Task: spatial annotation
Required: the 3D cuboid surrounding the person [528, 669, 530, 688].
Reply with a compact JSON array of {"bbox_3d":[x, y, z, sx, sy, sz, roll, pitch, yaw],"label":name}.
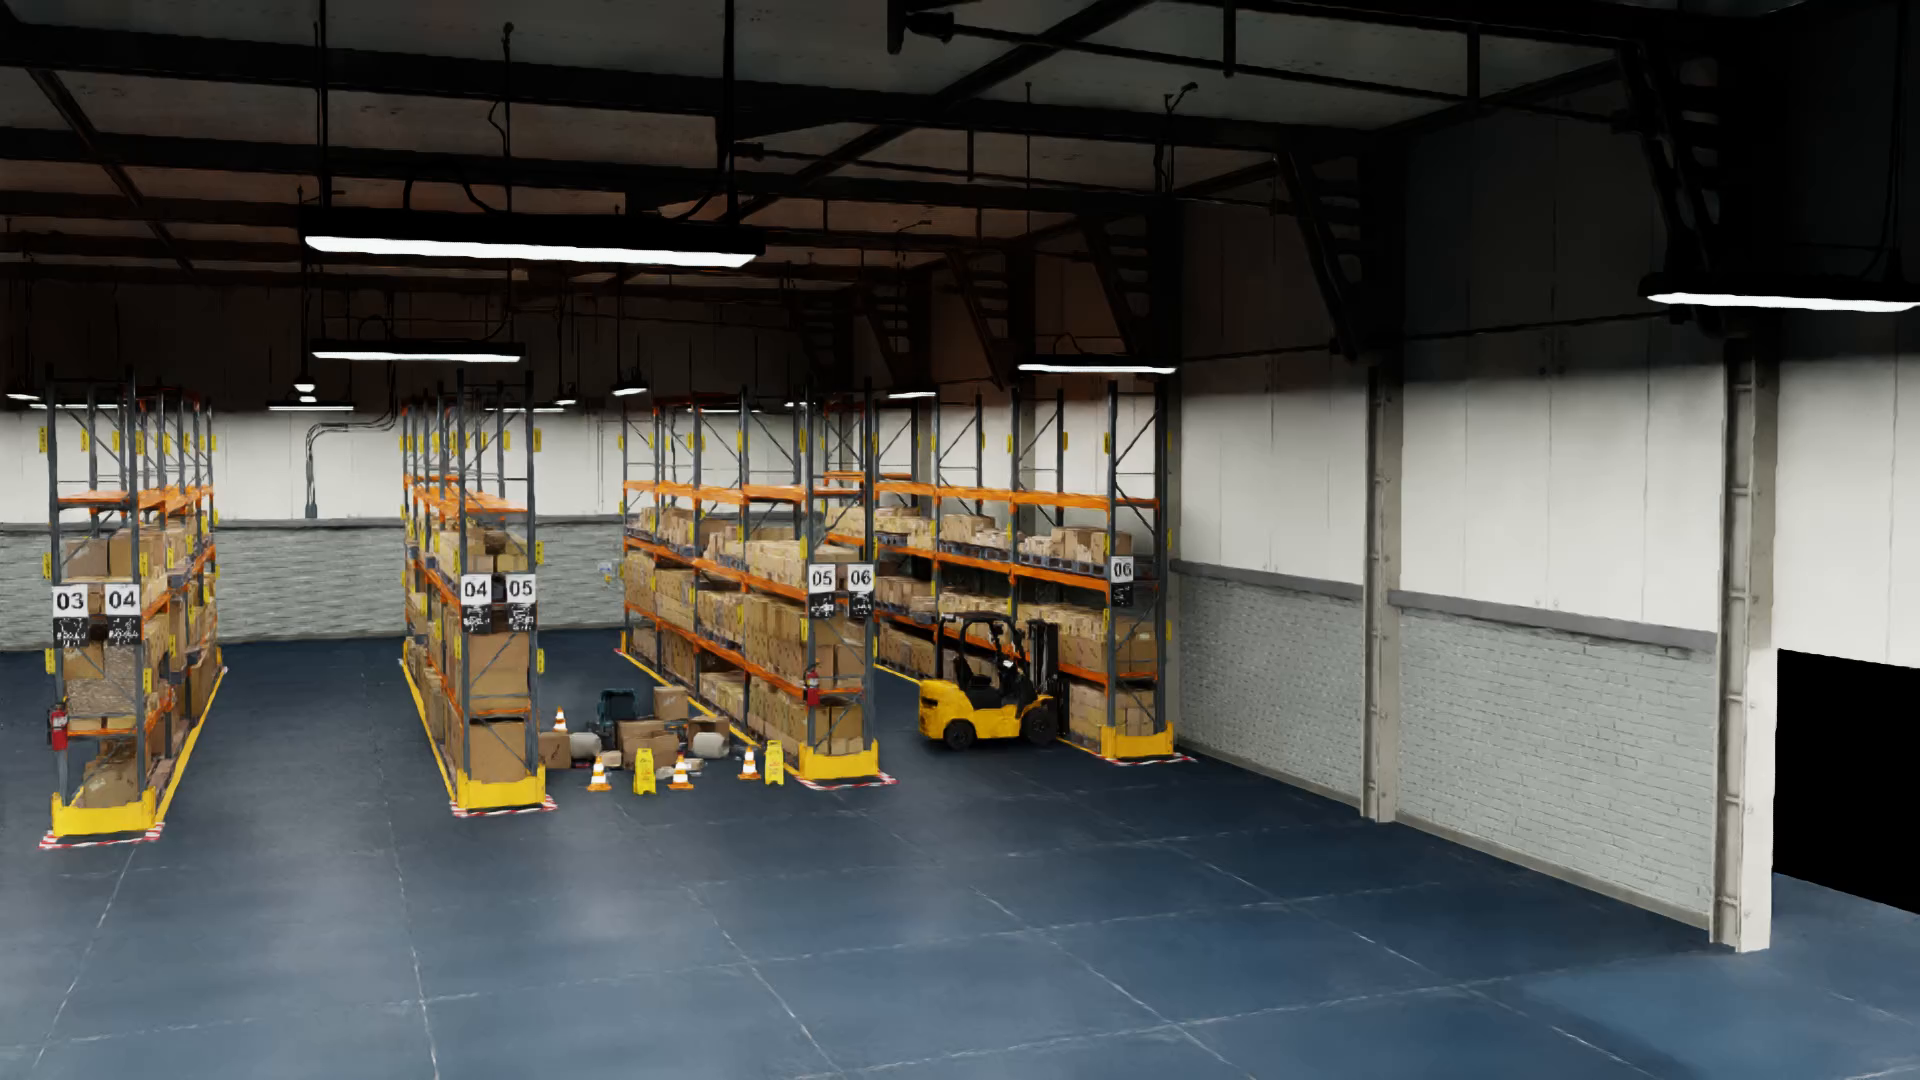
[{"bbox_3d":[-8.841,2.193,33.908,0.534,1.645,0.428,3,4,38],"label":"person"}]
